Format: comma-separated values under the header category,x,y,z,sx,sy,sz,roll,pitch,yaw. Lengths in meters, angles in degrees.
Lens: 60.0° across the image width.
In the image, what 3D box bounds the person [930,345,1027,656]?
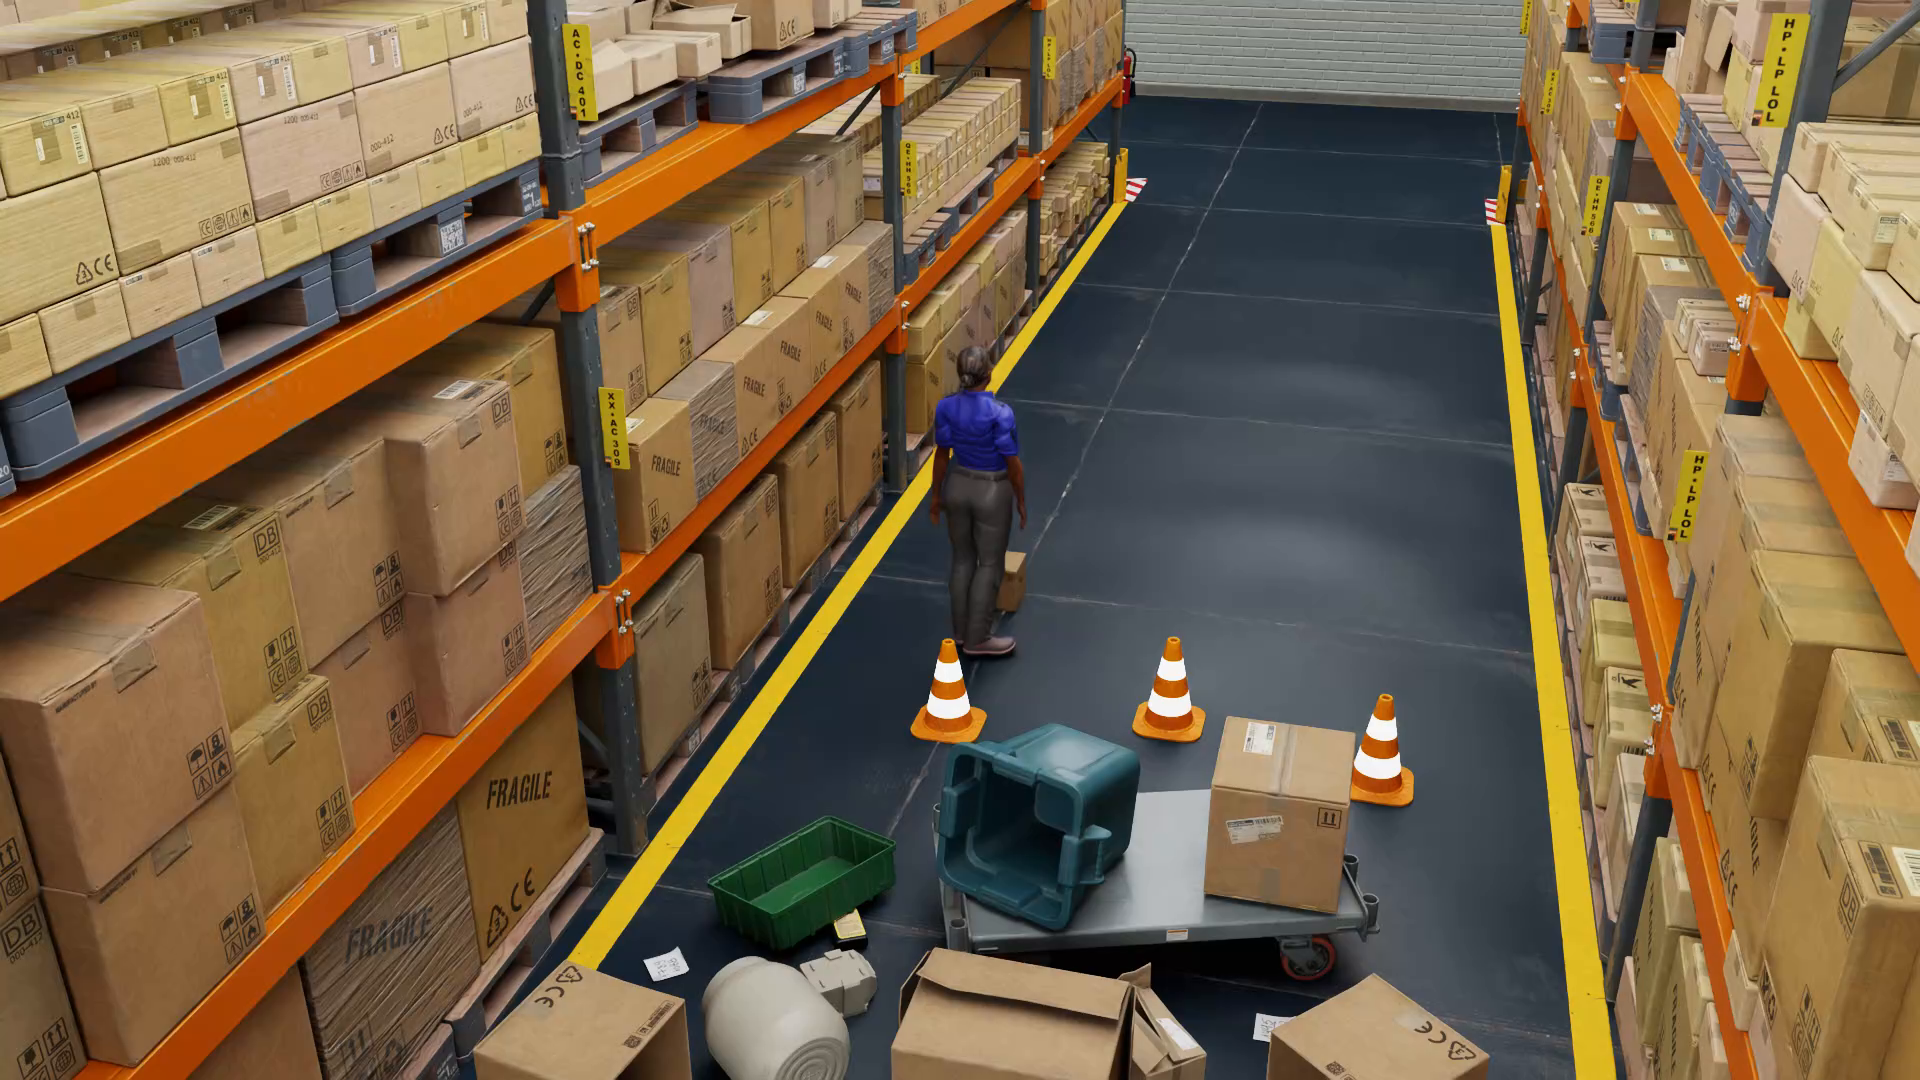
category,x,y,z,sx,sy,sz,roll,pitch,yaw
person,0.088,-0.203,8.507,0.502,1.653,0.388,12,28,24
